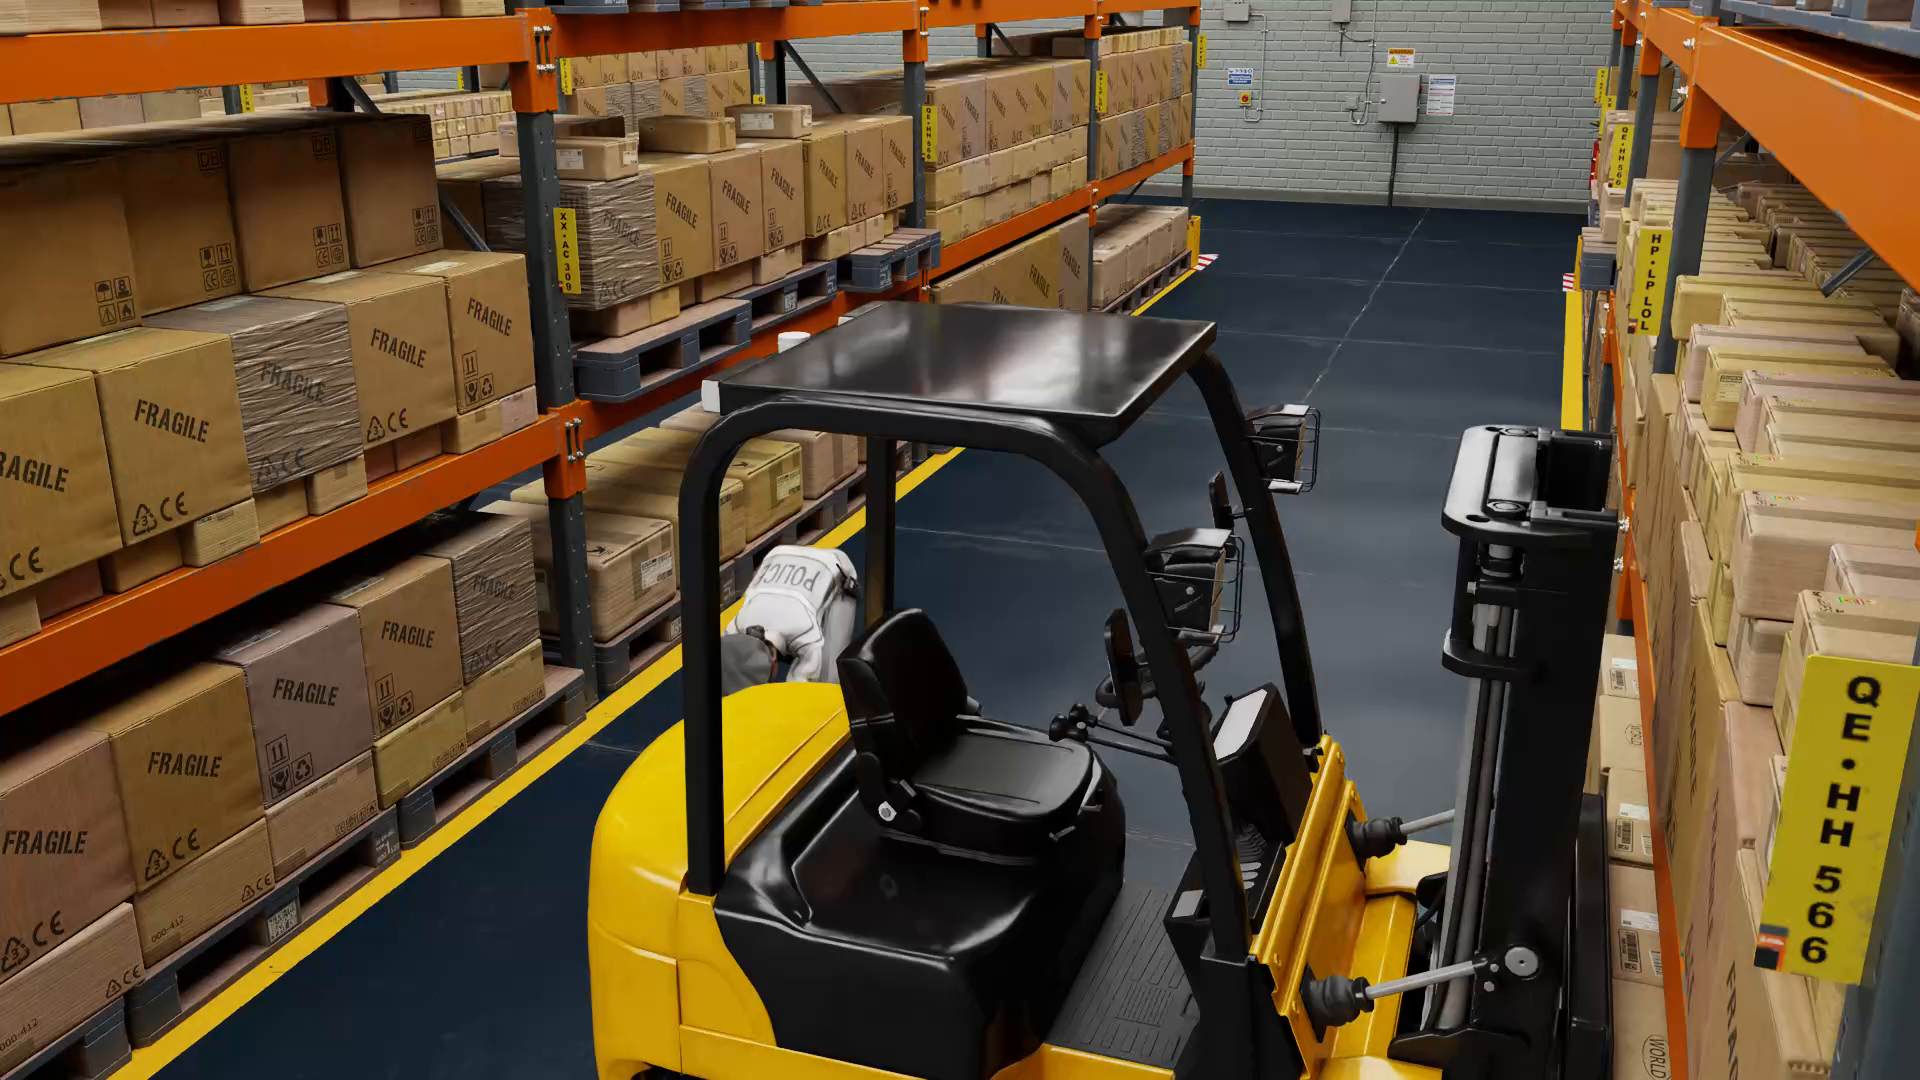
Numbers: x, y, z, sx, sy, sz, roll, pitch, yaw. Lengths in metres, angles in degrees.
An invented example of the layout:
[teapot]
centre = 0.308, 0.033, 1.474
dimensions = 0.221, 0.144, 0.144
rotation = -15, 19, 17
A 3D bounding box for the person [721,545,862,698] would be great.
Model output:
[person]
centre = -0.660, 0.506, 6.380
dimensions = 0.462, 0.842, 0.889
rotation = 6, 20, 16
